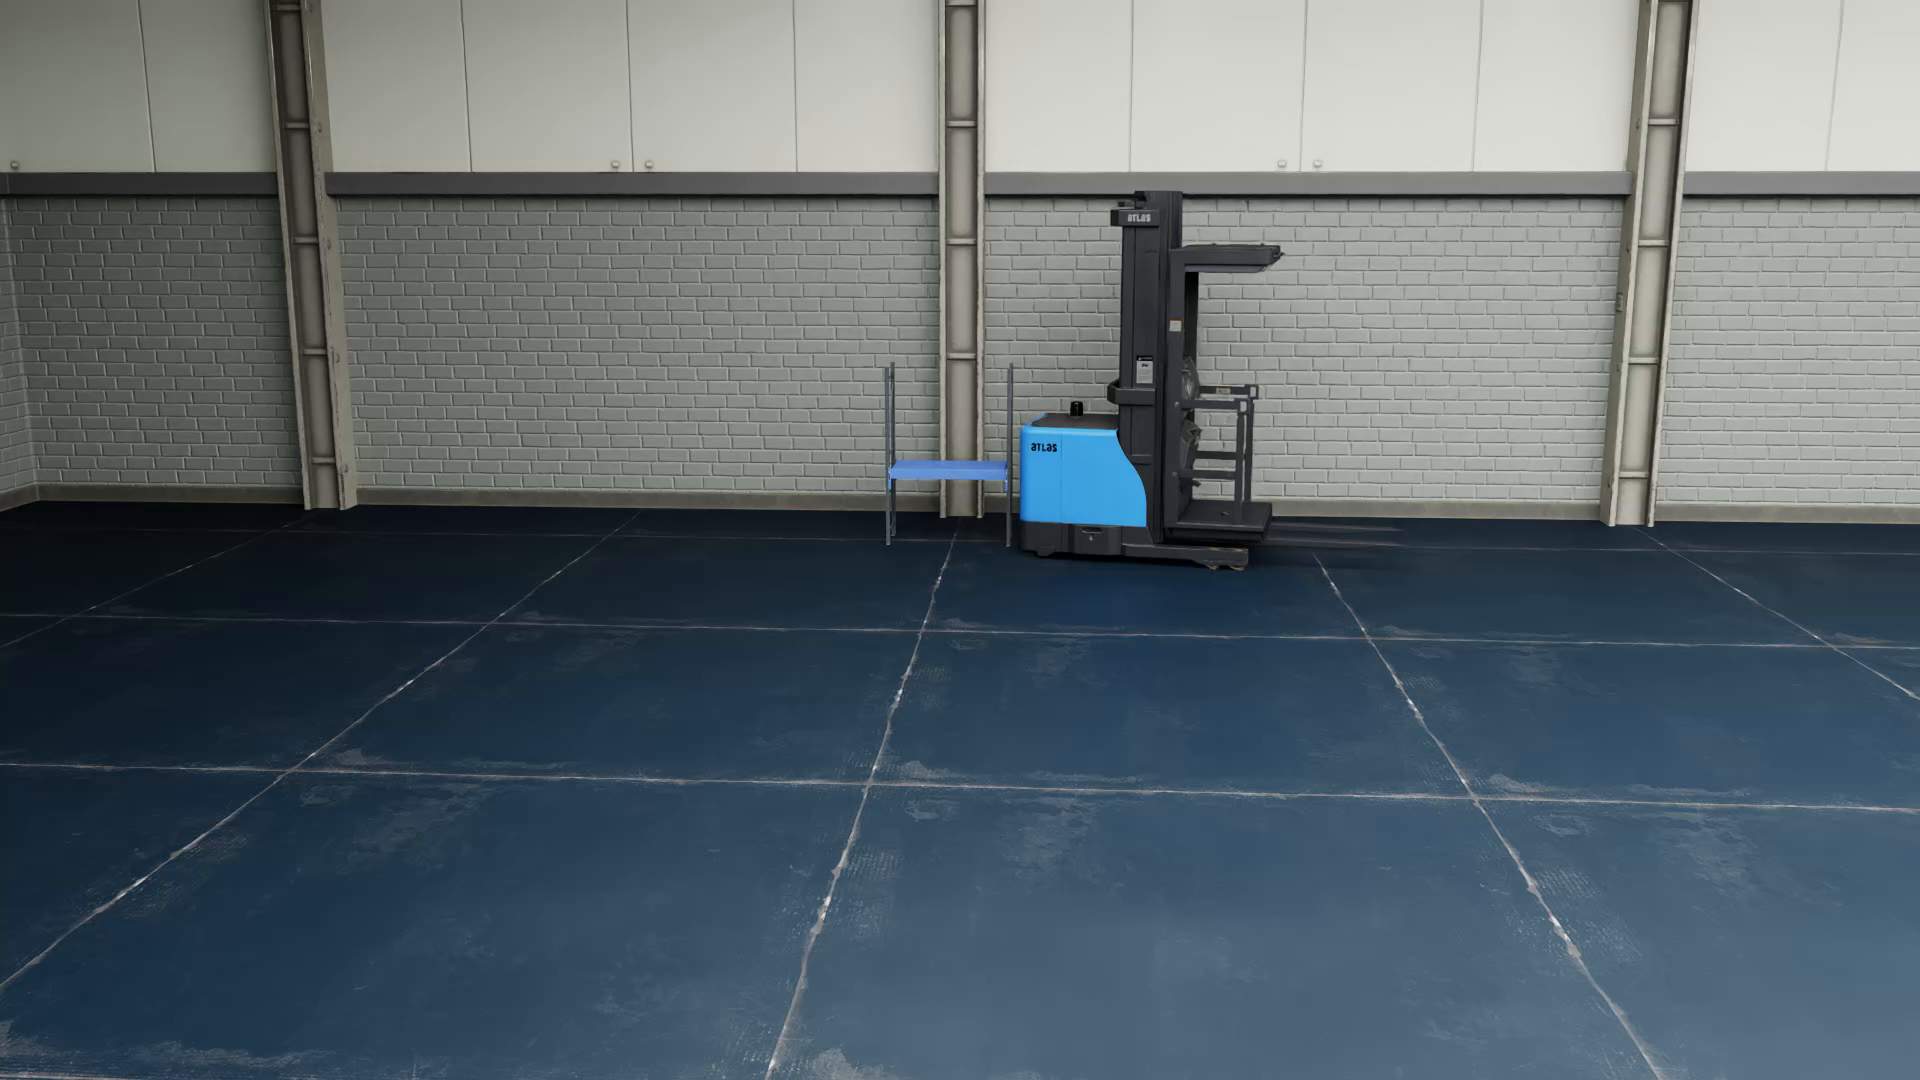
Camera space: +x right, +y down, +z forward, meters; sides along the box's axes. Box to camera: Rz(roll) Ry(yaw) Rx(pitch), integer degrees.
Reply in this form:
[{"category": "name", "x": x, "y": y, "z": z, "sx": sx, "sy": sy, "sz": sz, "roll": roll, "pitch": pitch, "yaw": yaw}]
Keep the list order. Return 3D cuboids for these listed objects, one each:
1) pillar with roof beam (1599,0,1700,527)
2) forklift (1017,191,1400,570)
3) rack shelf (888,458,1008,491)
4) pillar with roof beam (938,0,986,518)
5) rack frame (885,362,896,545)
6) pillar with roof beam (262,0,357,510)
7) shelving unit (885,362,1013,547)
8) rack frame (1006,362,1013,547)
[{"category": "pillar with roof beam", "x": 5.719, "y": -3.679, "z": 9.877, "sx": 0.400, "sy": 9.000, "sz": 9.100, "roll": 1, "pitch": 12, "yaw": 4}, {"category": "forklift", "x": 2.045, "y": -1.315, "z": 13.395, "sx": 3.031, "sy": 2.935, "sz": 1.130, "roll": 3, "pitch": 12, "yaw": 14}, {"category": "rack shelf", "x": -0.085, "y": -0.559, "z": 14.157, "sx": 1.000, "sy": 0.185, "sz": 0.538, "roll": 1, "pitch": 12, "yaw": 4}, {"category": "pillar with roof beam", "x": -0.267, "y": -3.761, "z": 10.269, "sx": 0.400, "sy": 9.000, "sz": 9.100, "roll": 1, "pitch": 12, "yaw": 4}, {"category": "rack frame", "x": -0.592, "y": -0.742, "z": 14.153, "sx": 0.032, "sy": 1.500, "sz": 0.500, "roll": 1, "pitch": 12, "yaw": 4}, {"category": "pillar with roof beam", "x": -6.254, "y": -3.843, "z": 10.662, "sx": 0.400, "sy": 9.000, "sz": 9.100, "roll": 1, "pitch": 12, "yaw": 4}, {"category": "shelving unit", "x": -0.085, "y": -0.735, "z": 14.120, "sx": 1.048, "sy": 1.500, "sz": 0.538, "roll": 1, "pitch": 12, "yaw": 4}, {"category": "rack frame", "x": 0.422, "y": -0.728, "z": 14.087, "sx": 0.032, "sy": 1.500, "sz": 0.500, "roll": 1, "pitch": 12, "yaw": 4}]
